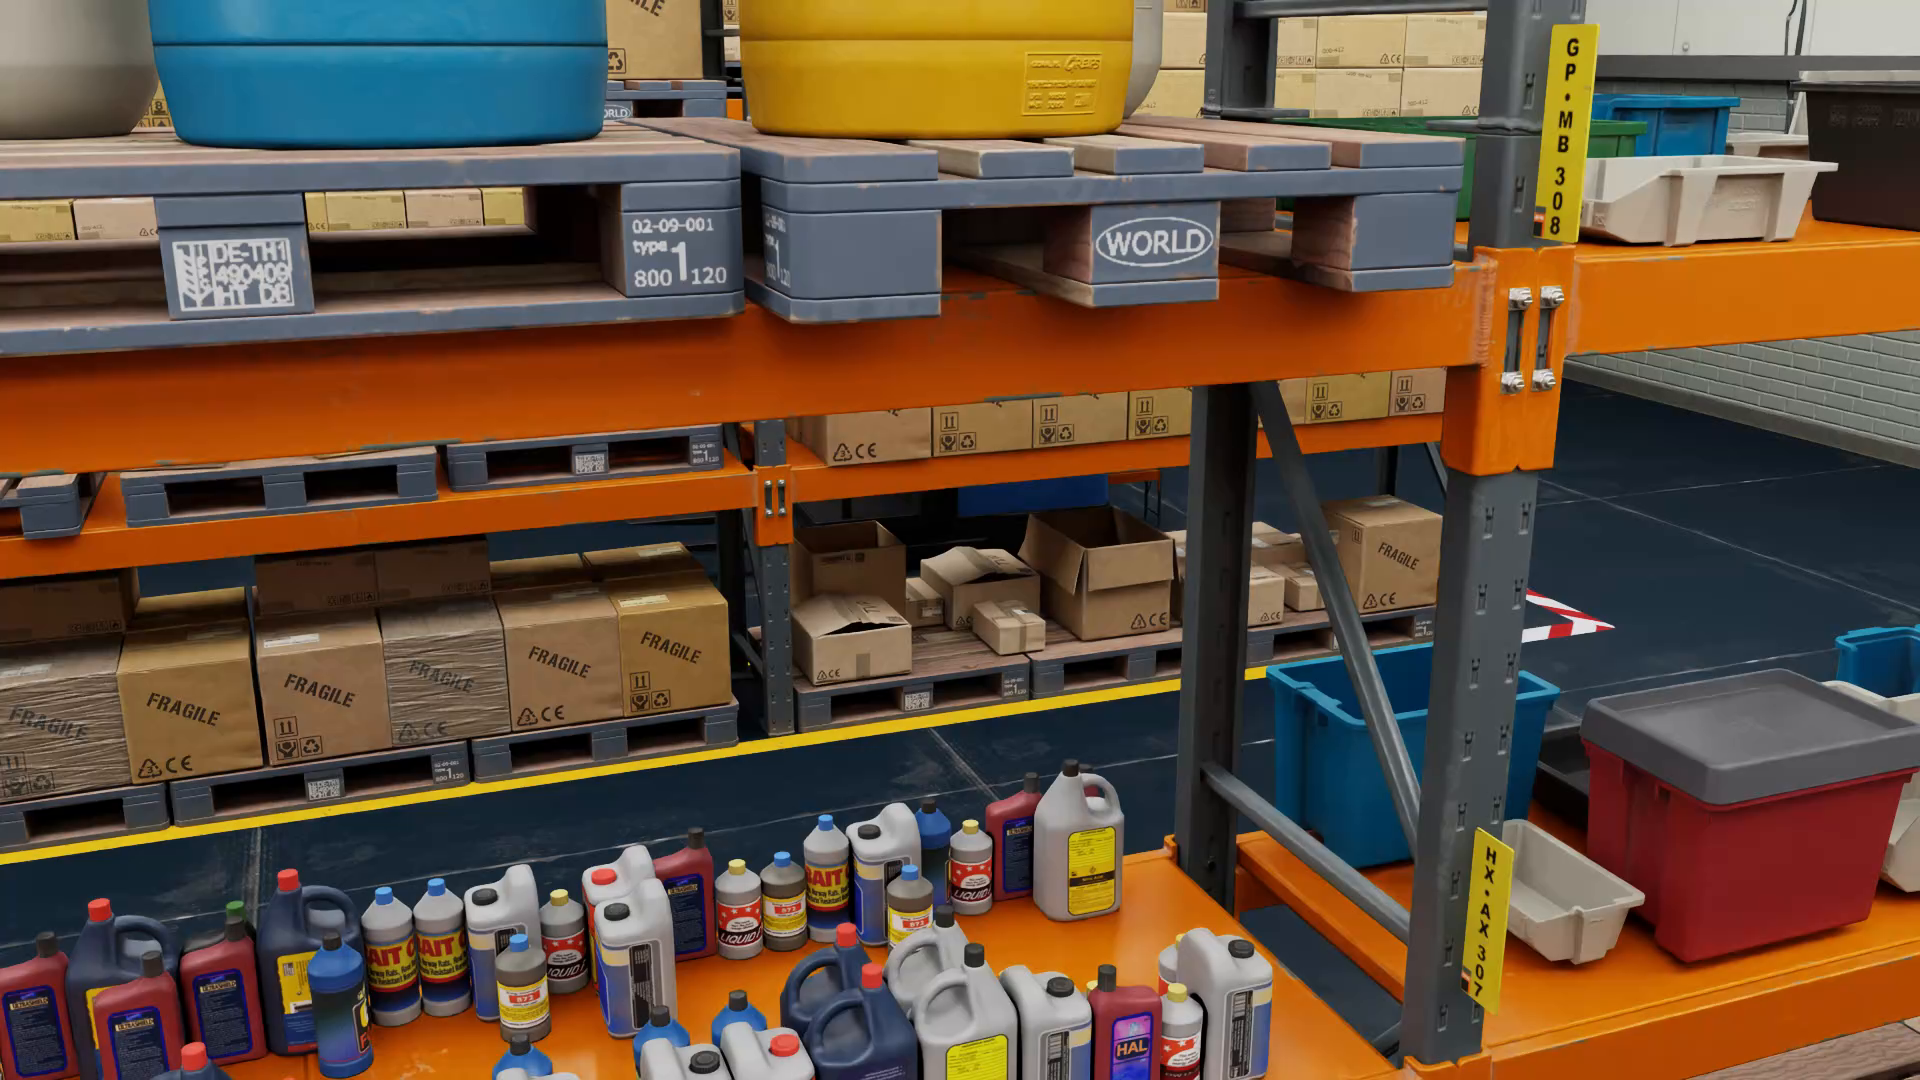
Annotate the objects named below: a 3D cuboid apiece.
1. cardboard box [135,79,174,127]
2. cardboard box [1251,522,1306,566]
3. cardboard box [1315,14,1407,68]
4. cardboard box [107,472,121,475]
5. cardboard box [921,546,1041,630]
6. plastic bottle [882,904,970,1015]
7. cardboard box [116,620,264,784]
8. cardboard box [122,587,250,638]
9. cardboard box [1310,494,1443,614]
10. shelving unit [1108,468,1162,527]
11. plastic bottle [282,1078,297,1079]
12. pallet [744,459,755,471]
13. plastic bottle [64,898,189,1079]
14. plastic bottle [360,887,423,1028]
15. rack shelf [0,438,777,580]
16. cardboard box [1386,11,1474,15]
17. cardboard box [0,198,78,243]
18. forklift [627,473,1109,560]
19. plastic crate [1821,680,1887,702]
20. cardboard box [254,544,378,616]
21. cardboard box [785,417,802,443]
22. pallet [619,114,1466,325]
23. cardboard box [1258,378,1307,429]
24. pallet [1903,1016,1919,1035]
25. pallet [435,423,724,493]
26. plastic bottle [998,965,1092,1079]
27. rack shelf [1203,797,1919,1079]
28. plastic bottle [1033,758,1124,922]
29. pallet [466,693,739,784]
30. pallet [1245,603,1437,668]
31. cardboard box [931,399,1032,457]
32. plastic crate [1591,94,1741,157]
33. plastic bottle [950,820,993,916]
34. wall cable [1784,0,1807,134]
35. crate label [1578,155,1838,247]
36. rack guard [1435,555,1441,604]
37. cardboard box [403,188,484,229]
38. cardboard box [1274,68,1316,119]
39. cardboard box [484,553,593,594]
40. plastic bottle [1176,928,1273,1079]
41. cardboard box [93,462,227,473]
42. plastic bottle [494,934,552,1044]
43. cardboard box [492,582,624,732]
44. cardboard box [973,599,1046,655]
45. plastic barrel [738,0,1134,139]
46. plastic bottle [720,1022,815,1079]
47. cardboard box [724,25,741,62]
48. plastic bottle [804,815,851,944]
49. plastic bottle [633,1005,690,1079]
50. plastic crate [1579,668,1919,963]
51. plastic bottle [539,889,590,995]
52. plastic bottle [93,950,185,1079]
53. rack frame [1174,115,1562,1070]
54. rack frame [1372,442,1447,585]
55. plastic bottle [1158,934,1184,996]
[{"bbox_3d":[-3.403,-1.876,6.661,0.500,0.500,0.910,-6,17,-20],"label":"cardboard box"},{"bbox_3d":[1.634,0.100,9.532,0.500,0.250,0.500,-6,17,-20],"label":"cardboard box"},{"bbox_3d":[1.855,-2.476,8.262,0.500,0.250,0.500,-6,17,-20],"label":"cardboard box"},{"bbox_3d":[-5.802,-0.745,11.380,0.750,0.750,0.750,-6,18,-21],"label":"cardboard box"},{"bbox_3d":[0.106,0.236,8.962,0.500,0.311,0.500,-6,17,-20],"label":"cardboard box"},{"bbox_3d":[-0.049,0.833,3.026,0.185,0.351,0.144,-6,17,-20],"label":"plastic bottle"},{"bbox_3d":[-3.276,0.682,7.107,0.500,0.500,0.500,-6,18,-21],"label":"cardboard box"},{"bbox_3d":[-3.487,0.548,7.563,0.500,0.500,0.500,-7,18,-22],"label":"cardboard box"},{"bbox_3d":[2.291,0.069,9.194,0.500,0.500,0.500,-6,17,-20],"label":"cardboard box"},{"bbox_3d":[1.096,-0.675,11.266,0.503,1.200,0.258,-5,17,-17],"label":"shelving unit"},{"bbox_3d":[-1.026,0.982,2.518,0.185,0.351,0.144,-6,17,-20],"label":"plastic bottle"},{"bbox_3d":[-2.063,-0.656,12.959,1.213,0.211,1.003,-6,17,-20],"label":"pallet"},{"bbox_3d":[-1.535,0.822,3.063,0.185,0.351,0.144,-6,17,-20],"label":"plastic bottle"},{"bbox_3d":[-1.115,0.808,3.253,0.097,0.271,0.097,0,16,0],"label":"plastic bottle"},{"bbox_3d":[-2.892,-0.088,7.352,4.000,0.370,1.077,-6,17,-20],"label":"rack shelf"},{"bbox_3d":[2.236,-2.949,8.542,0.500,0.500,0.700,-6,17,-20],"label":"cardboard box"},{"bbox_3d":[-5.993,-2.076,10.772,0.500,0.250,0.500,-6,17,-19],"label":"cardboard box"},{"bbox_3d":[-0.600,-1.352,10.500,3.031,2.935,1.130,-5,17,-17],"label":"forklift"},{"bbox_3d":[2.263,0.511,4.394,0.466,0.136,0.293,-6,17,-20],"label":"plastic crate"},{"bbox_3d":[-2.966,0.129,7.658,0.500,0.250,0.500,-7,18,-21],"label":"cardboard box"},{"bbox_3d":[-0.650,-0.801,8.325,0.500,0.500,0.500,-6,17,-19],"label":"cardboard box"},{"bbox_3d":[0.047,-0.575,2.746,1.003,0.211,1.213,-6,17,-20],"label":"pallet"},{"bbox_3d":[1.439,-0.868,8.552,0.500,0.500,0.500,-6,17,-20],"label":"cardboard box"},{"bbox_3d":[3.695,1.676,5.016,1.213,0.211,1.003,-6,17,-20],"label":"pallet"},{"bbox_3d":[-1.810,-0.491,7.788,1.213,0.211,1.003,-6,17,-20],"label":"pallet"},{"bbox_3d":[0.151,0.890,2.966,0.135,0.276,0.152,-6,17,-20],"label":"plastic bottle"},{"bbox_3d":[2.612,0.812,4.286,4.000,0.370,1.077,-6,17,-20],"label":"rack shelf"},{"bbox_3d":[0.262,0.646,3.661,0.185,0.351,0.144,-6,17,-20],"label":"plastic bottle"},{"bbox_3d":[-1.771,0.795,8.017,1.213,0.211,1.003,-6,17,-20],"label":"pallet"},{"bbox_3d":[1.895,0.388,9.403,1.213,0.211,1.003,-6,17,-20],"label":"pallet"},{"bbox_3d":[0.026,-0.715,8.033,0.500,0.500,0.500,-6,17,-19],"label":"cardboard box"},{"bbox_3d":[1.480,-0.866,3.698,0.300,0.233,0.416,-6,17,-20],"label":"plastic crate"},{"bbox_3d":[0.023,0.718,3.681,0.097,0.201,0.097,0,16,0],"label":"plastic bottle"},{"bbox_3d":[6.344,-4.206,14.962,0.112,2.526,3.097,-6,17,-20],"label":"wall cable"},{"bbox_3d":[1.304,-0.618,3.022,0.466,0.136,0.293,-6,17,-20],"label":"crate label"},{"bbox_3d":[2.639,0.169,9.637,0.348,0.500,1.175,-6,17,-20],"label":"rack guard"},{"bbox_3d":[-3.626,-2.335,11.654,0.500,0.250,0.500,-6,17,-19],"label":"cardboard box"},{"bbox_3d":[1.392,-2.183,8.152,0.500,0.250,0.500,-6,17,-20],"label":"cardboard box"},{"bbox_3d":[-2.058,0.394,8.087,0.500,0.500,0.500,-6,17,-19],"label":"cardboard box"},{"bbox_3d":[0.492,0.853,3.091,0.135,0.276,0.152,-6,17,-20],"label":"plastic bottle"},{"bbox_3d":[-3.290,-0.617,6.951,0.500,0.500,0.700,-3,17,-10],"label":"cardboard box"},{"bbox_3d":[-0.844,0.858,3.206,0.097,0.201,0.097,0,16,0],"label":"plastic bottle"},{"bbox_3d":[-1.848,0.526,7.639,0.500,0.500,0.500,-6,17,-20],"label":"cardboard box"},{"bbox_3d":[0.249,0.438,8.531,0.250,0.166,0.380,-6,17,-20],"label":"cardboard box"},{"bbox_3d":[-0.035,-0.917,2.495,0.600,0.588,0.600,0,16,0],"label":"plastic barrel"},{"bbox_3d":[-0.320,0.940,2.792,0.135,0.276,0.152,-6,17,-20],"label":"plastic bottle"},{"bbox_3d":[-1.580,-3.603,12.063,0.500,0.250,0.500,-7,18,-21],"label":"cardboard box"},{"bbox_3d":[-0.284,0.718,3.558,0.097,0.271,0.097,0,16,0],"label":"plastic bottle"},{"bbox_3d":[-0.508,0.925,2.852,0.097,0.271,0.097,0,16,0],"label":"plastic bottle"},{"bbox_3d":[1.668,0.585,3.563,0.583,0.464,0.402,-6,17,-20],"label":"plastic crate"},{"bbox_3d":[-0.807,0.808,3.376,0.097,0.201,0.097,0,16,0],"label":"plastic bottle"},{"bbox_3d":[-1.474,0.879,2.989,0.133,0.283,0.061,-6,17,-20],"label":"plastic bottle"},{"bbox_3d":[0.744,0.668,3.498,0.127,3.000,1.000,-6,17,-20],"label":"rack frame"},{"bbox_3d":[2.710,-1.039,9.311,0.127,3.000,1.000,-6,17,-20],"label":"rack frame"},{"bbox_3d":[0.430,0.858,3.207,0.097,0.201,0.097,0,16,0],"label":"plastic bottle"}]
